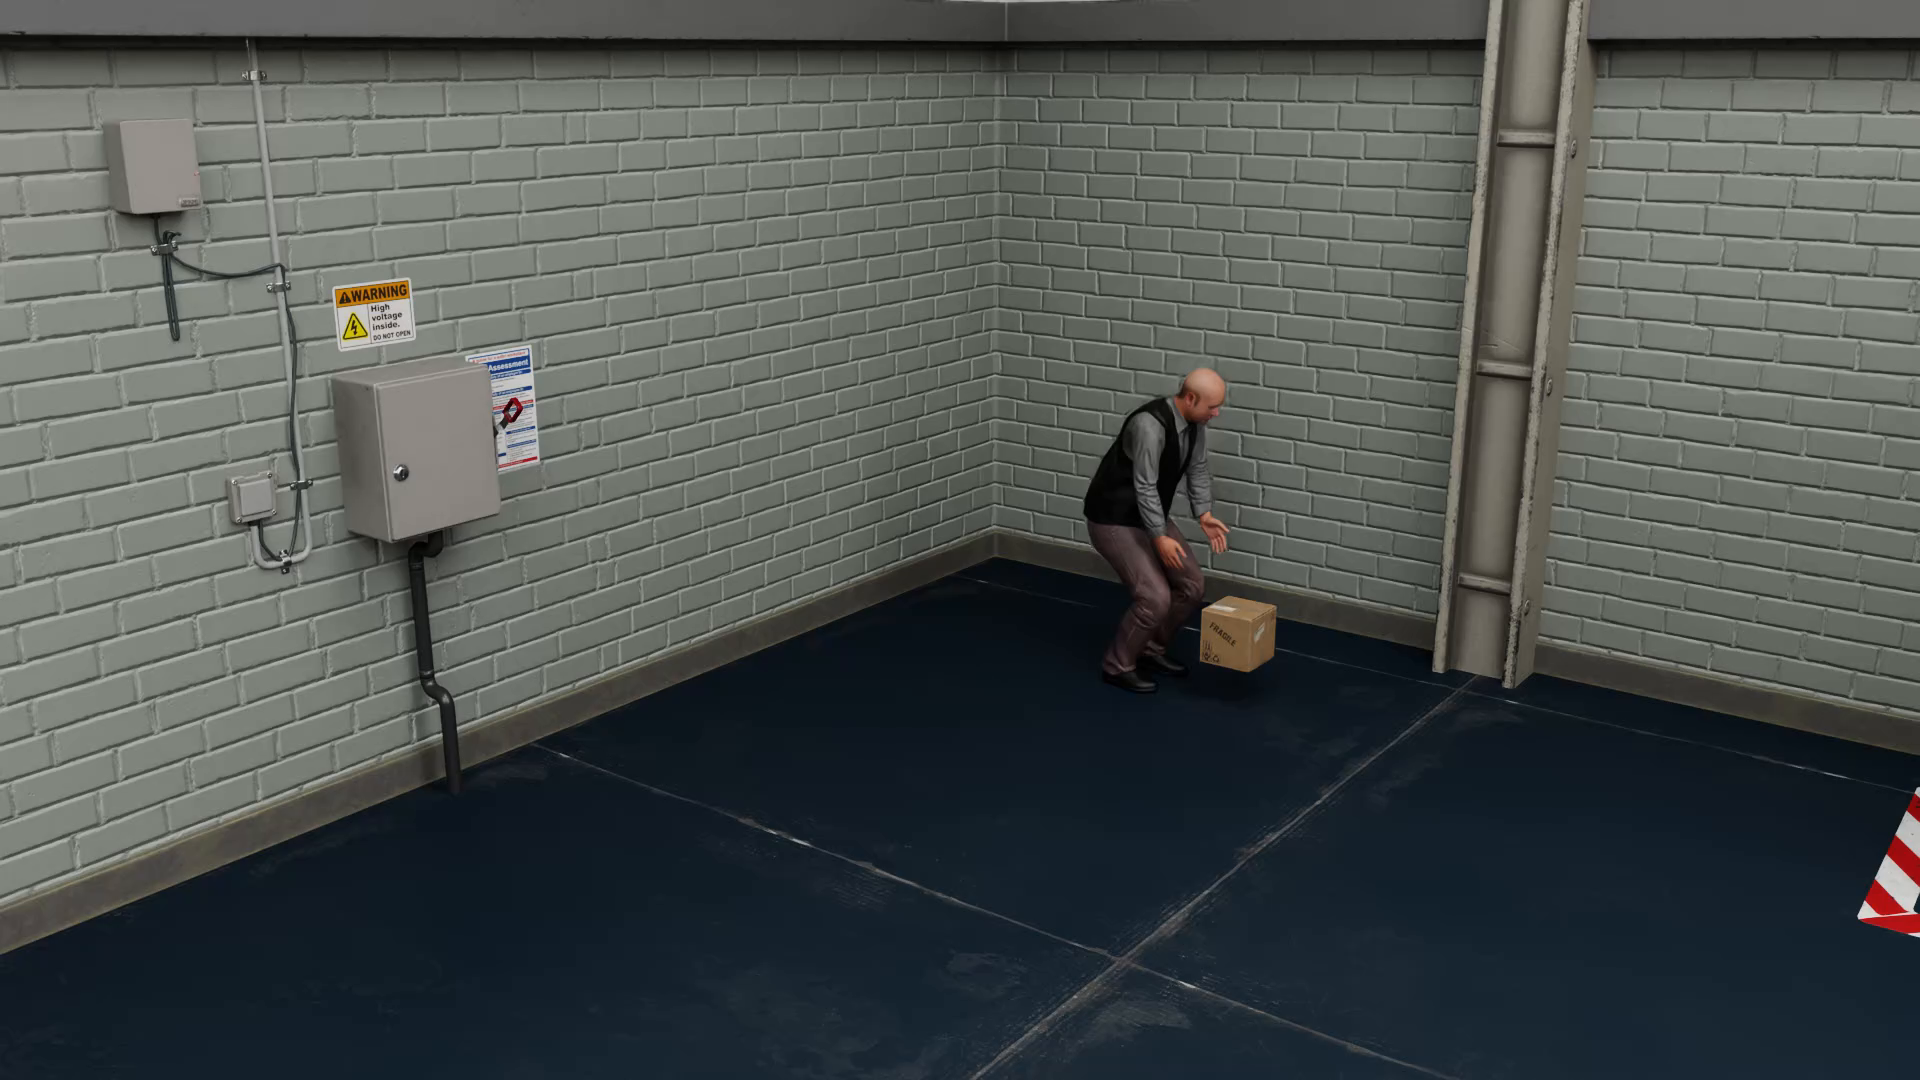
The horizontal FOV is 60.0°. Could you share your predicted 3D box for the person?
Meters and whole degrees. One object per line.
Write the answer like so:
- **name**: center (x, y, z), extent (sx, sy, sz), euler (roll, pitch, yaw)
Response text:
- **person**: center (0.912, -0.071, 7.707), extent (0.625, 1.514, 0.588), euler (12, 20, 35)
